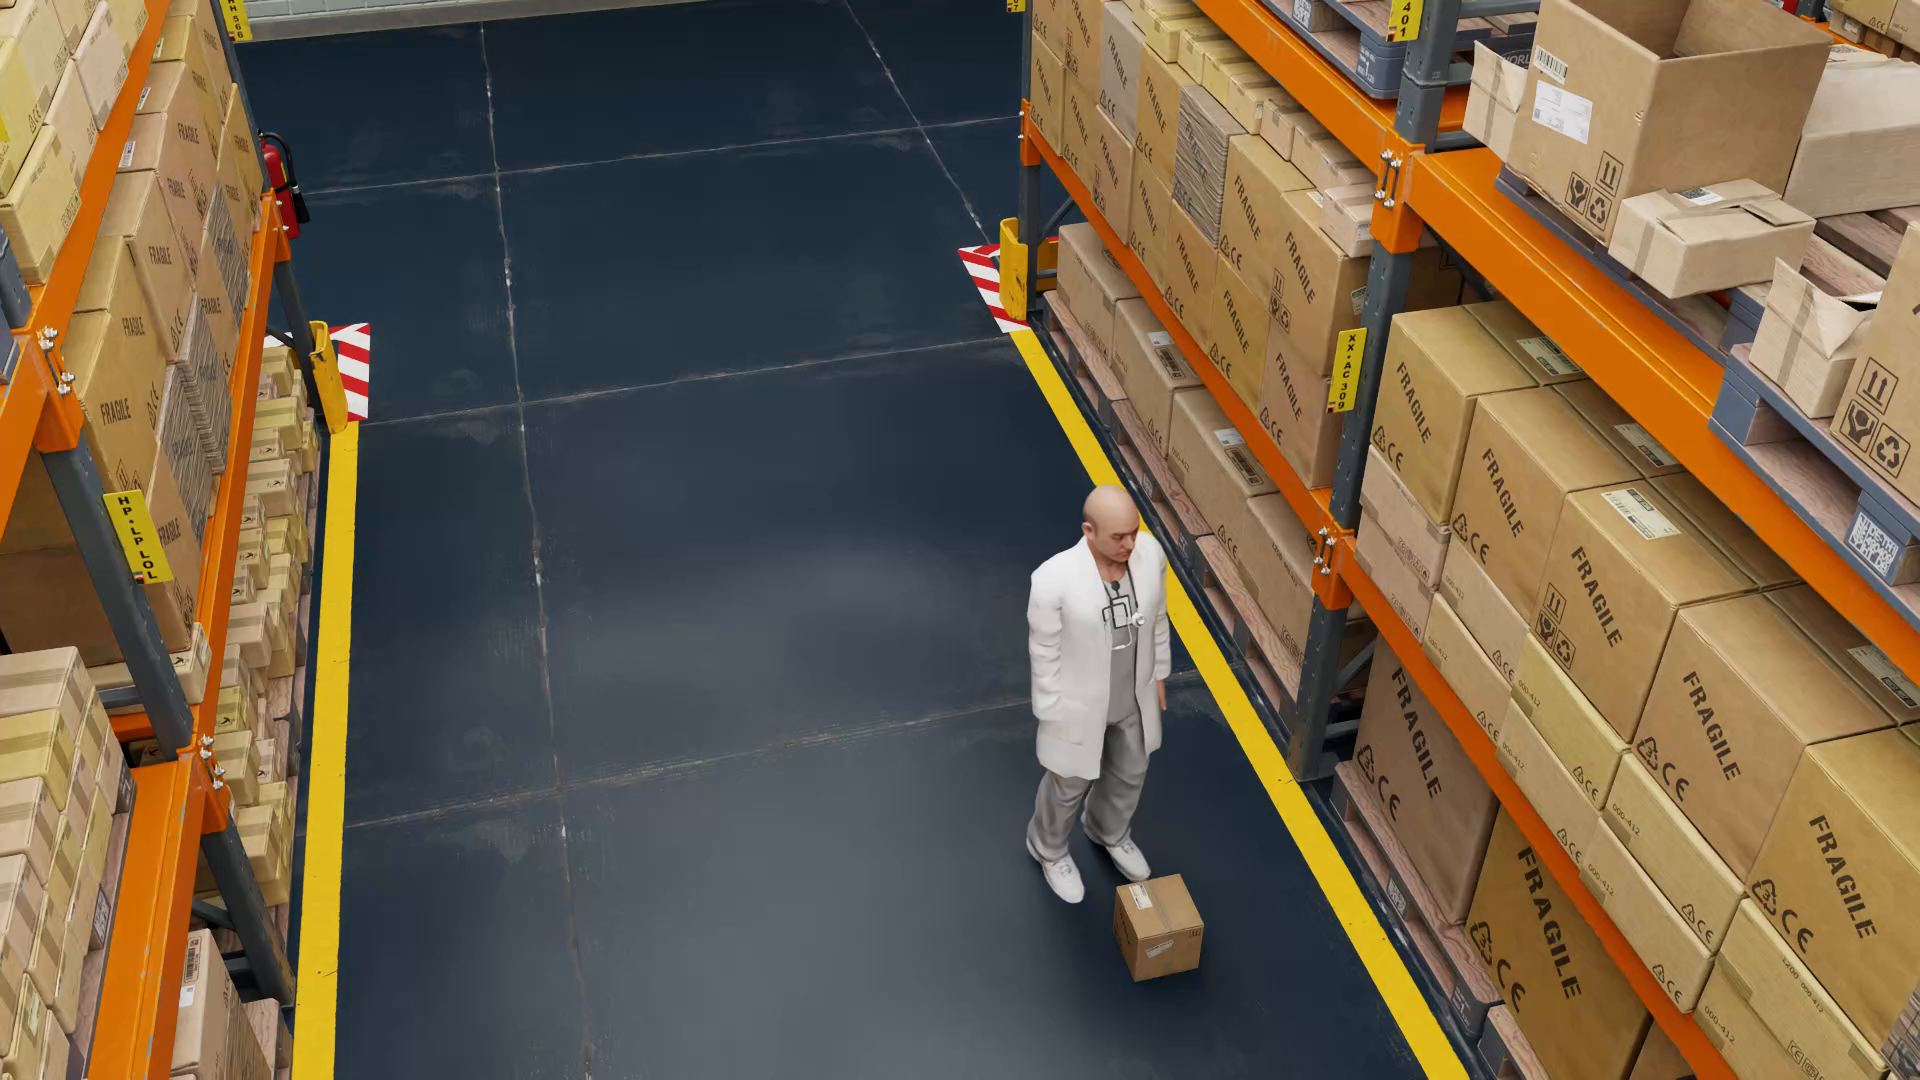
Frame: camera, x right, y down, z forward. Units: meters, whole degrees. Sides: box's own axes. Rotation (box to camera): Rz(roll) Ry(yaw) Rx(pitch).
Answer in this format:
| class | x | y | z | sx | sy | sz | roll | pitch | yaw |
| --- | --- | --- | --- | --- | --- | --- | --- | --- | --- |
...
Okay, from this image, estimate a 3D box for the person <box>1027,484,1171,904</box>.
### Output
| class | x | y | z | sx | sy | sz | roll | pitch | yaw |
| --- | --- | --- | --- | --- | --- | --- | --- | --- | --- |
| person | 0.517 | 0.563 | 6.015 | 0.562 | 1.790 | 0.412 | -18 | 41 | -22 |
